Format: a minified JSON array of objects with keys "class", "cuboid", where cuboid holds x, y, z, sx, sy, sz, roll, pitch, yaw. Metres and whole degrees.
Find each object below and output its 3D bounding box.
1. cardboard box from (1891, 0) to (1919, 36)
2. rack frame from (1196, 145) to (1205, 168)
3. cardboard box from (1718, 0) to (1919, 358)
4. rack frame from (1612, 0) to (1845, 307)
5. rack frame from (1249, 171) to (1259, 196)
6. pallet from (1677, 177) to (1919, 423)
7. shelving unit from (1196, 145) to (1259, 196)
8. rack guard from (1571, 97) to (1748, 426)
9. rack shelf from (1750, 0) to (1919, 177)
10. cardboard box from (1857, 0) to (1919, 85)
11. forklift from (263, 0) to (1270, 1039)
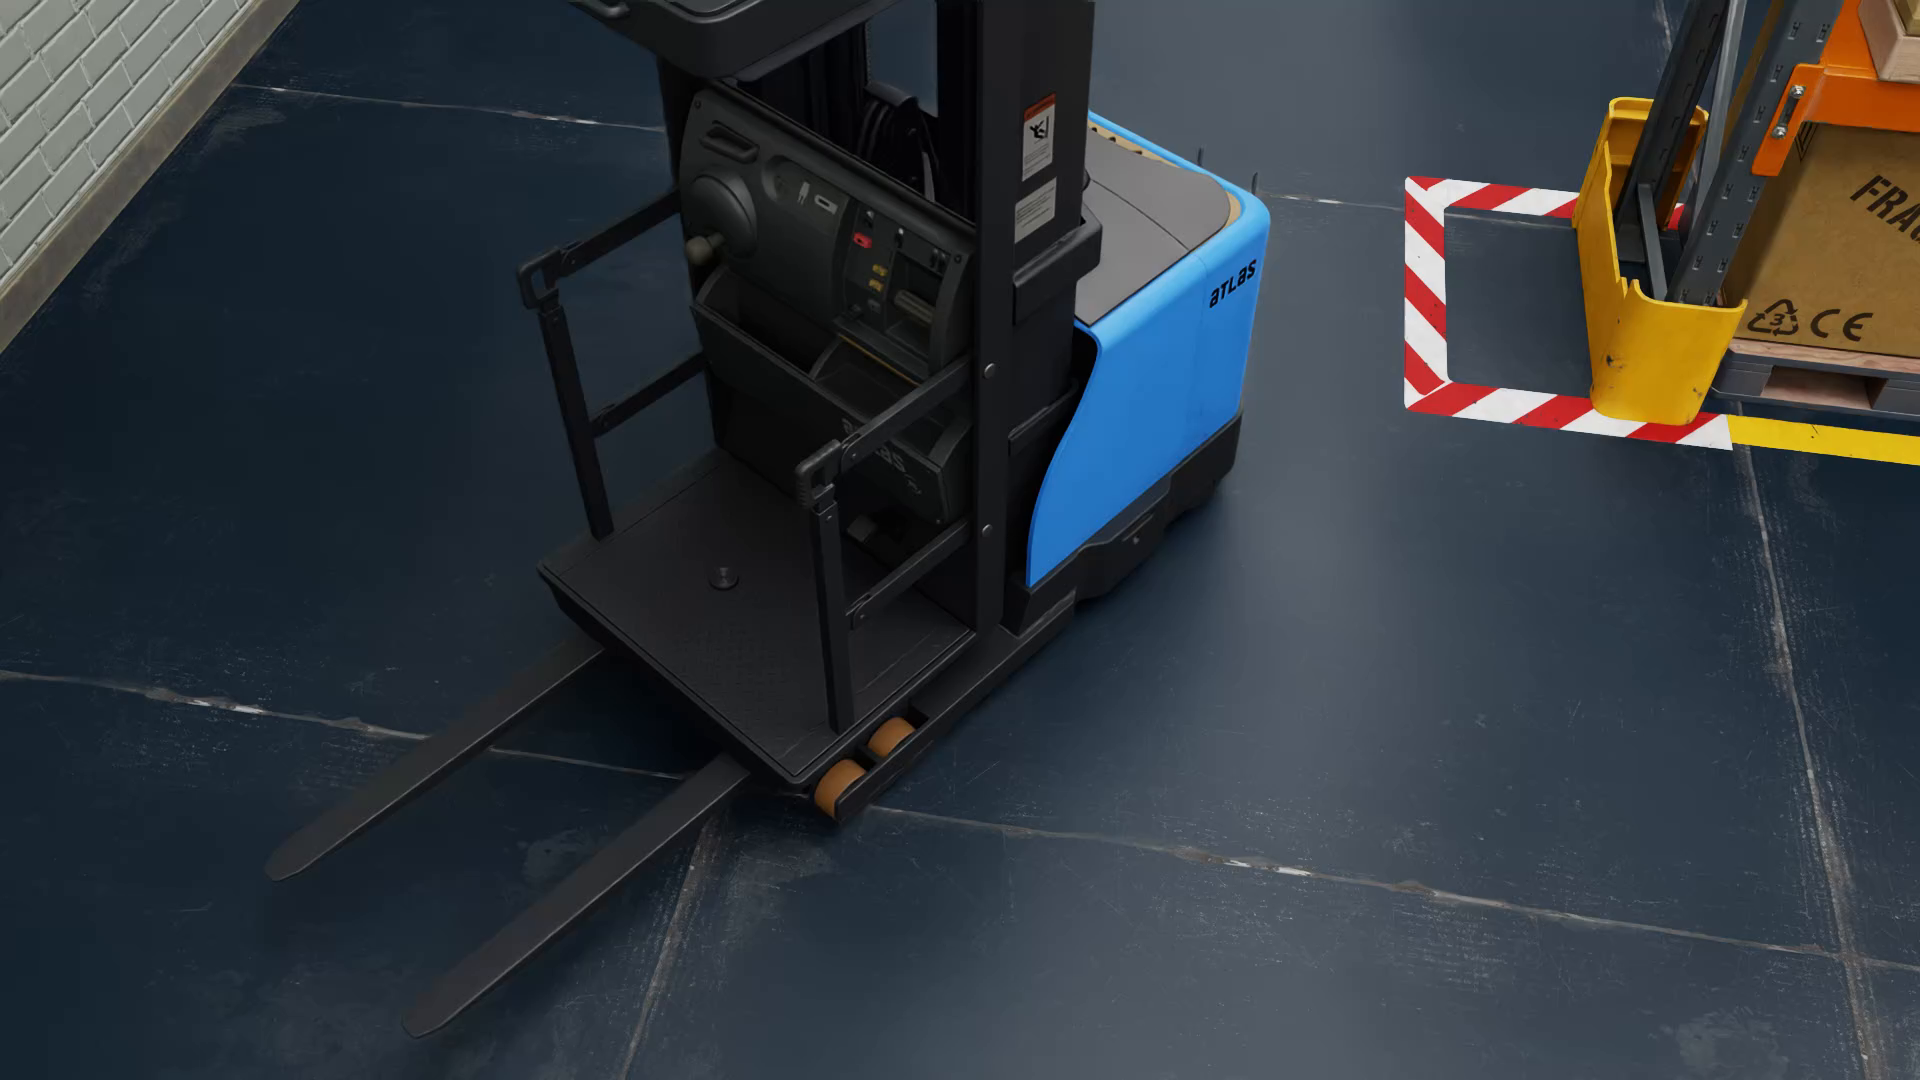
[{"class":"cardboard box","cuboid":[2.862,-1.614,4.584,0.500,0.250,0.500,7,48,6]},{"class":"rack frame","cuboid":[0.673,-0.853,5.411,0.006,0.900,0.240,34,56,27]},{"class":"cardboard box","cuboid":[3.082,-1.230,5.484,0.875,0.875,0.875,8,49,7]},{"class":"rack frame","cuboid":[2.438,-1.826,4.874,0.127,3.000,1.000,8,49,7]},{"class":"rack frame","cuboid":[0.824,-0.751,5.320,0.006,0.900,0.240,34,56,27]},{"class":"pallet","cuboid":[3.238,-0.845,5.867,1.213,0.211,1.003,8,49,7]},{"class":"shelving unit","cuboid":[0.749,-0.802,5.366,0.210,0.900,0.258,34,56,27]},{"class":"rack guard","cuboid":[2.414,-0.993,5.806,0.348,0.500,1.175,8,49,7]},{"class":"rack shelf","cuboid":[4.406,-1.320,4.904,4.000,0.370,1.077,8,49,7]},{"class":"cardboard box","cuboid":[2.728,-1.453,4.708,0.250,0.149,0.380,8,49,7]},{"class":"forklift","cuboid":[-0.486,-0.650,3.864,1.130,2.935,3.031,35,57,27]}]
